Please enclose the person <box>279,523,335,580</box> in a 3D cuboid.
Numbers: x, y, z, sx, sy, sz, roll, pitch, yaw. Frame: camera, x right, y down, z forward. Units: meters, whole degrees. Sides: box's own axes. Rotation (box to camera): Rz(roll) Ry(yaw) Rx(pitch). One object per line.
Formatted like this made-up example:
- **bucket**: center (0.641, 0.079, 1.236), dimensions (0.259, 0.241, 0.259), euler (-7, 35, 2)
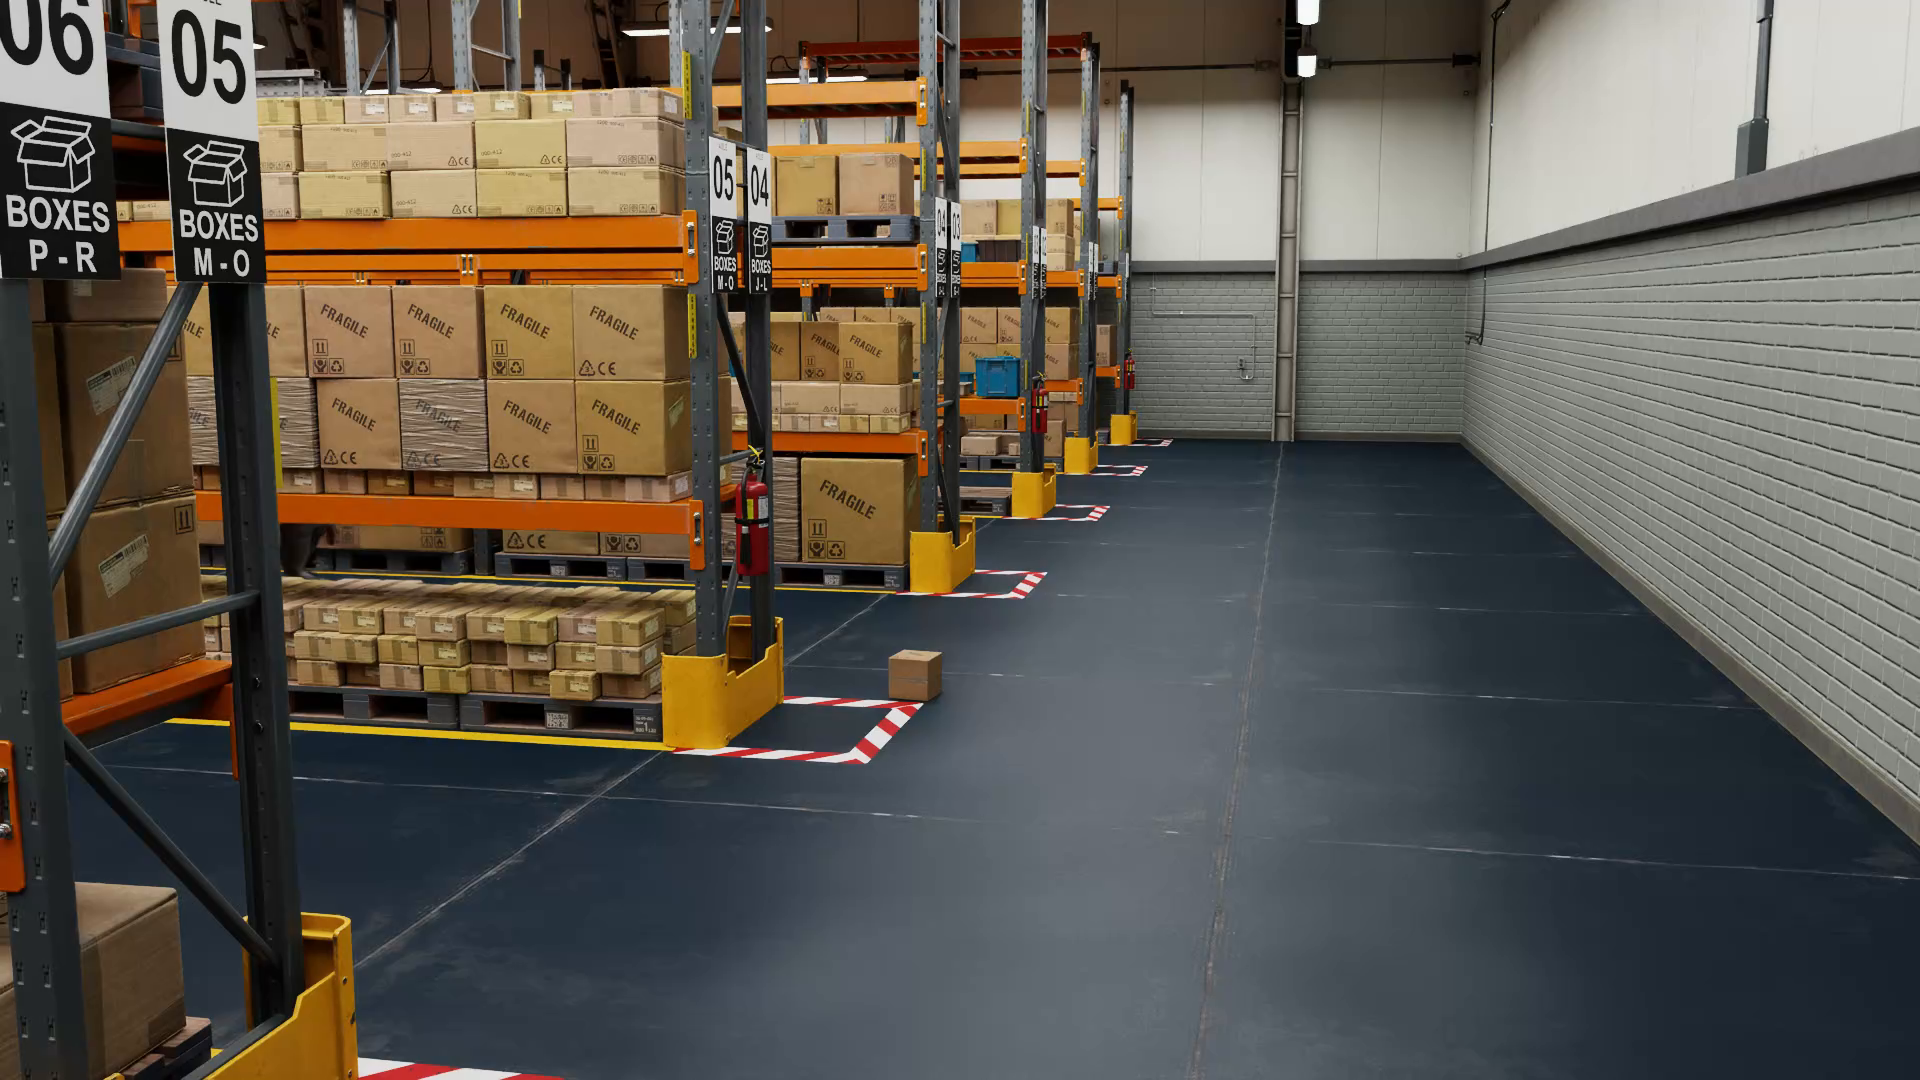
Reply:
- **person**: center (-4.595, -0.124, 11.649), dimensions (0.857, 1.629, 0.468), euler (3, 8, 18)
